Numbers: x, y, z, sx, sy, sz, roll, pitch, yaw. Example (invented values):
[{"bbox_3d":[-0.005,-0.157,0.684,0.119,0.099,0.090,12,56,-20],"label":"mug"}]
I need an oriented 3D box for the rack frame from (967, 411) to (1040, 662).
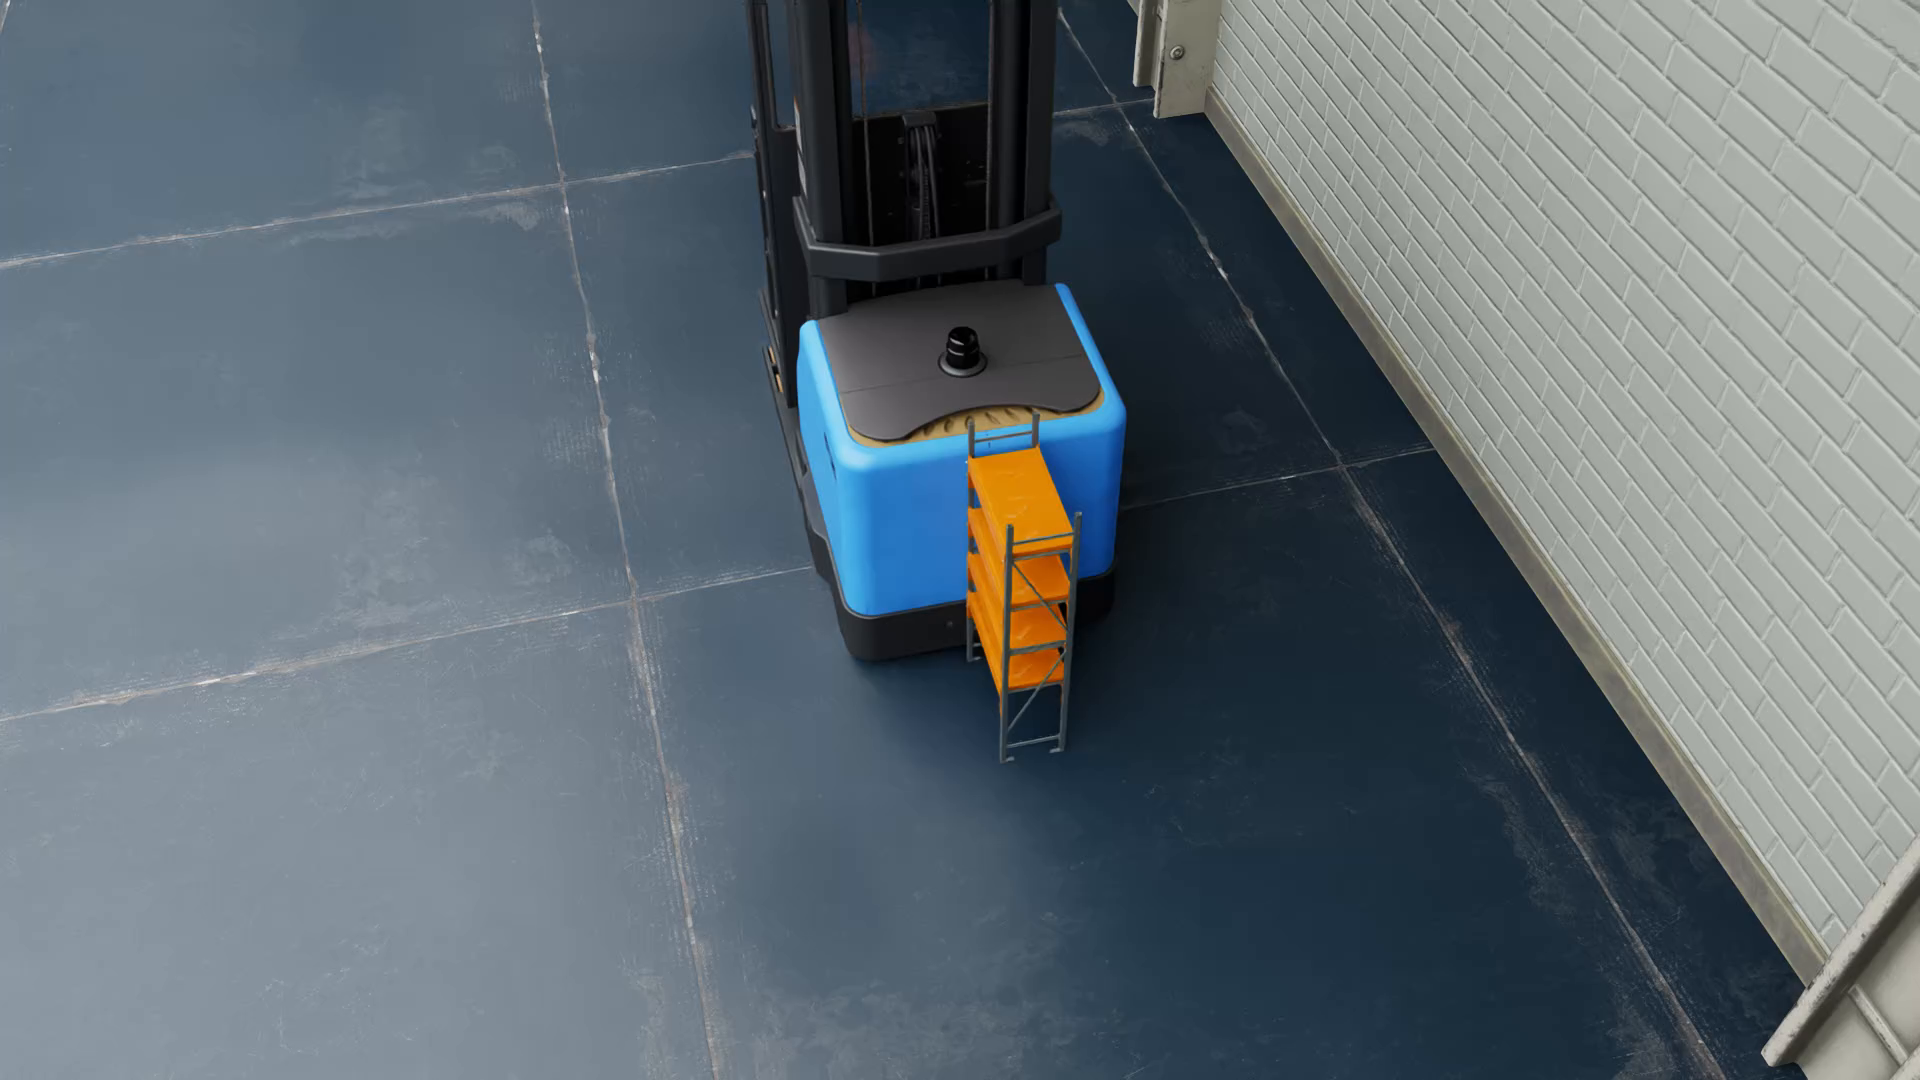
[{"bbox_3d":[0.144,0.019,5.892,0.240,1.200,0.015,-10,46,-10],"label":"rack frame"}]

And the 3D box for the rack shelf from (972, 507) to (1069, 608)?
[{"bbox_3d":[0.202,0.041,5.576,0.221,0.021,0.457,-10,46,-10],"label":"rack shelf"}]

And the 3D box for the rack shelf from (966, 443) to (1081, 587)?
[{"bbox_3d":[0.202,-0.087,5.445,0.258,0.148,0.480,-10,46,-10],"label":"rack shelf"}]

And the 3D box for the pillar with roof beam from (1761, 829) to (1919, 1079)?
[{"bbox_3d":[-1.467,-0.660,1.096,9.100,9.000,0.400,-11,47,-10],"label":"pillar with roof beam"}]

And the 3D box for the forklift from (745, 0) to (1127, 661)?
[{"bbox_3d":[-0.255,-1.647,6.312,1.130,2.935,3.031,-10,46,-10],"label":"forklift"}]

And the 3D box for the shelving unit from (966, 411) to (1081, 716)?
[{"bbox_3d":[0.201,0.184,5.730,0.258,1.200,0.492,-10,46,-10],"label":"shelving unit"}]

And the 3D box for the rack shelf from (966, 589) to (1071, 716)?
[{"bbox_3d":[0.202,0.374,5.916,0.258,0.148,0.480,-10,46,-10],"label":"rack shelf"}]

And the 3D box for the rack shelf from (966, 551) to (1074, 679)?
[{"bbox_3d":[0.202,0.235,5.774,0.258,0.148,0.480,-10,46,-10],"label":"rack shelf"}]
